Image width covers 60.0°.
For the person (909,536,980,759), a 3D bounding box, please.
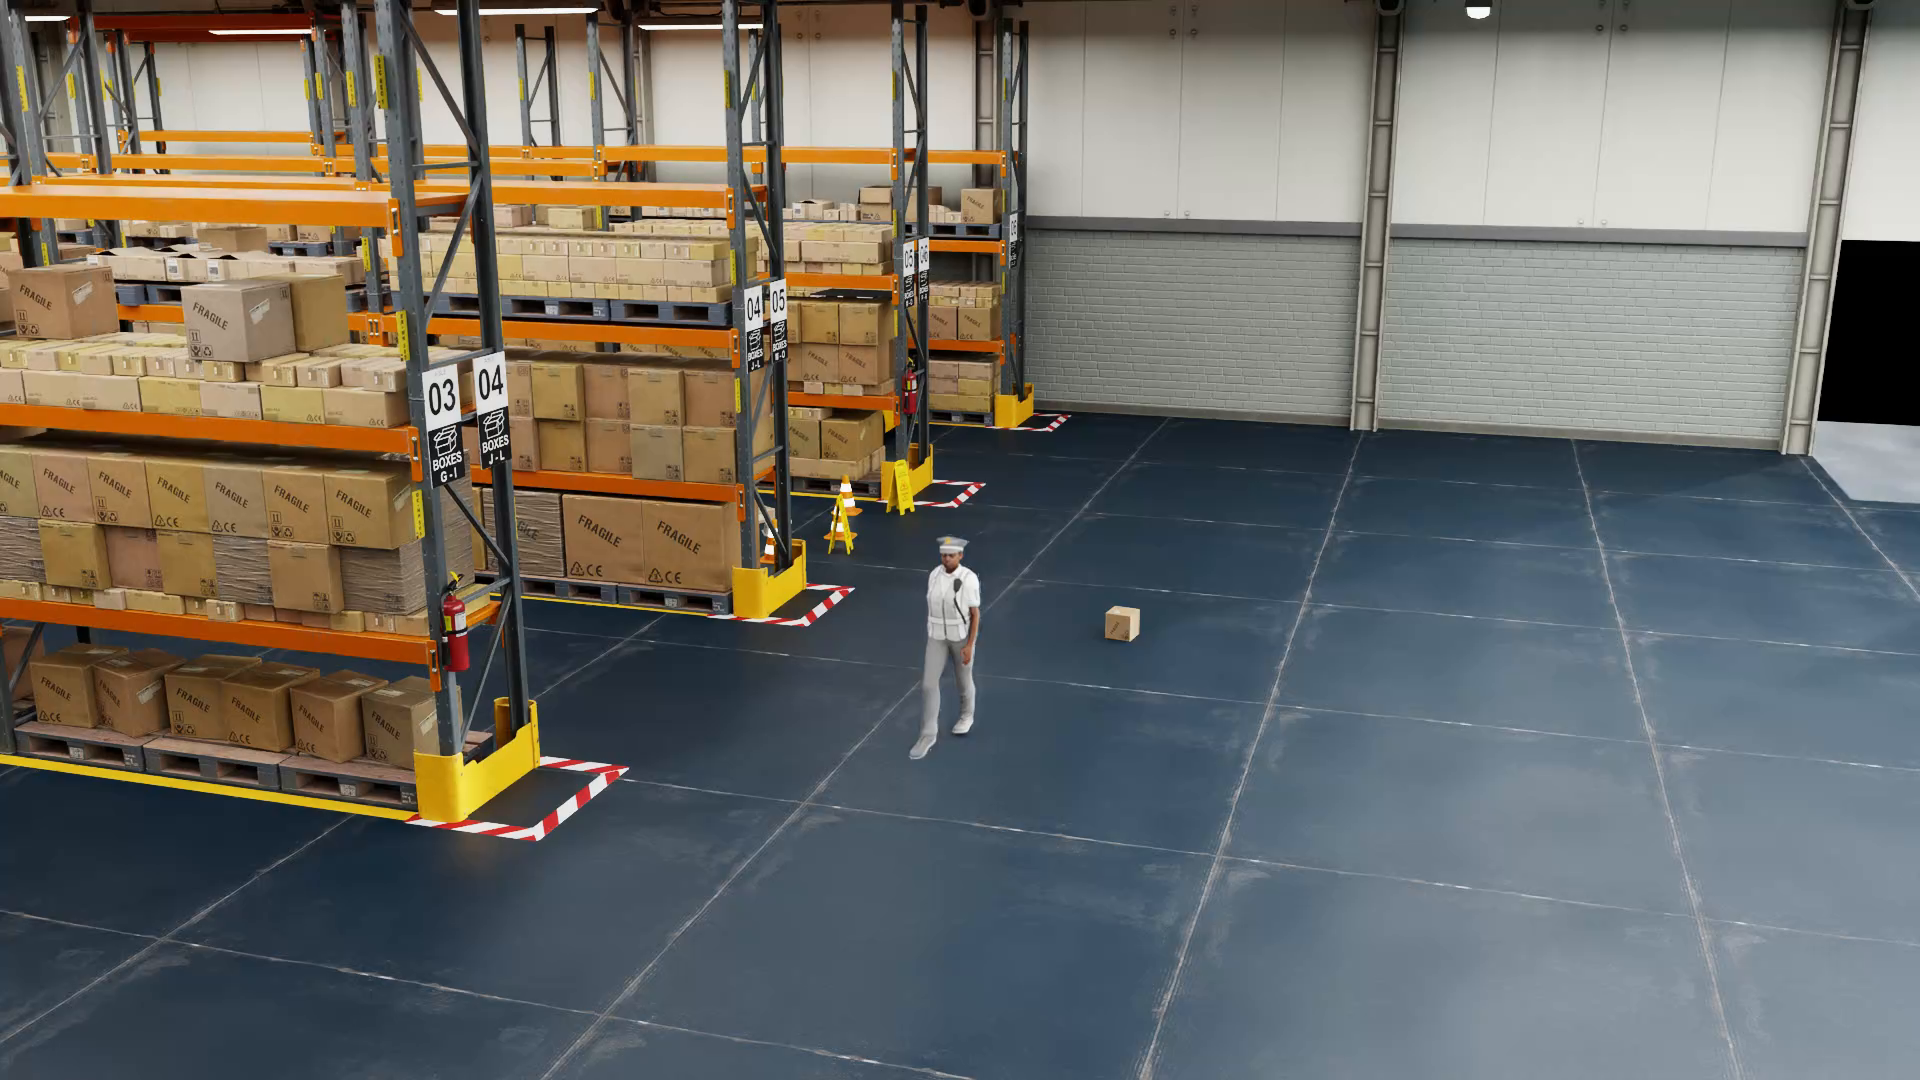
[{"bbox_3d":[-0.091,0.803,12.954,0.486,1.708,0.787,6,16,20],"label":"person"}]
